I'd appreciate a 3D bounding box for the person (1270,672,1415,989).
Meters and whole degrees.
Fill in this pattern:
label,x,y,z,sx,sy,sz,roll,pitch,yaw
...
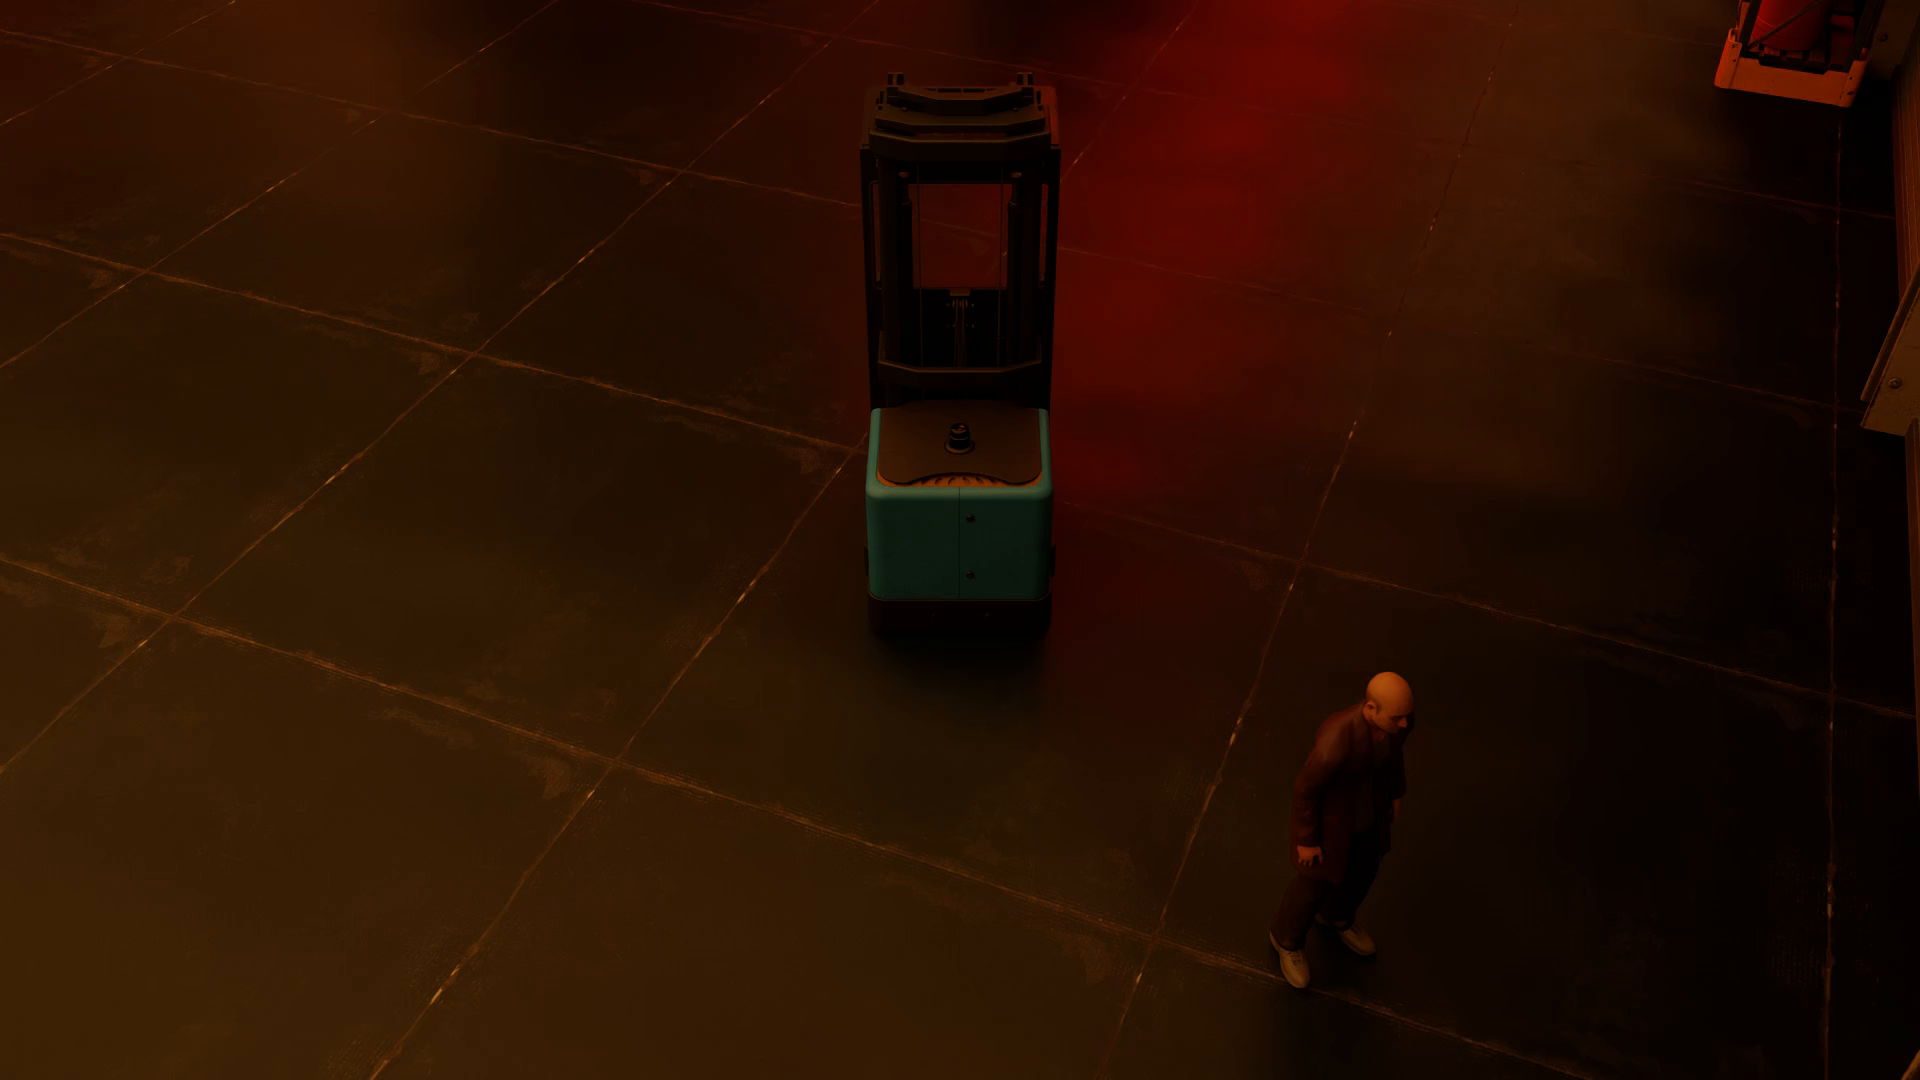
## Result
label,x,y,z,sx,sy,sz,roll,pitch,yaw
person,1.739,1.236,7.432,0.649,1.772,0.436,-22,45,-24

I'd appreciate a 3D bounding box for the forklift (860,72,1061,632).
label,x,y,z,sx,sy,sz,roll,pitch,yaw
forklift,0.002,-1.515,9.816,1.130,2.935,3.031,0,40,0
